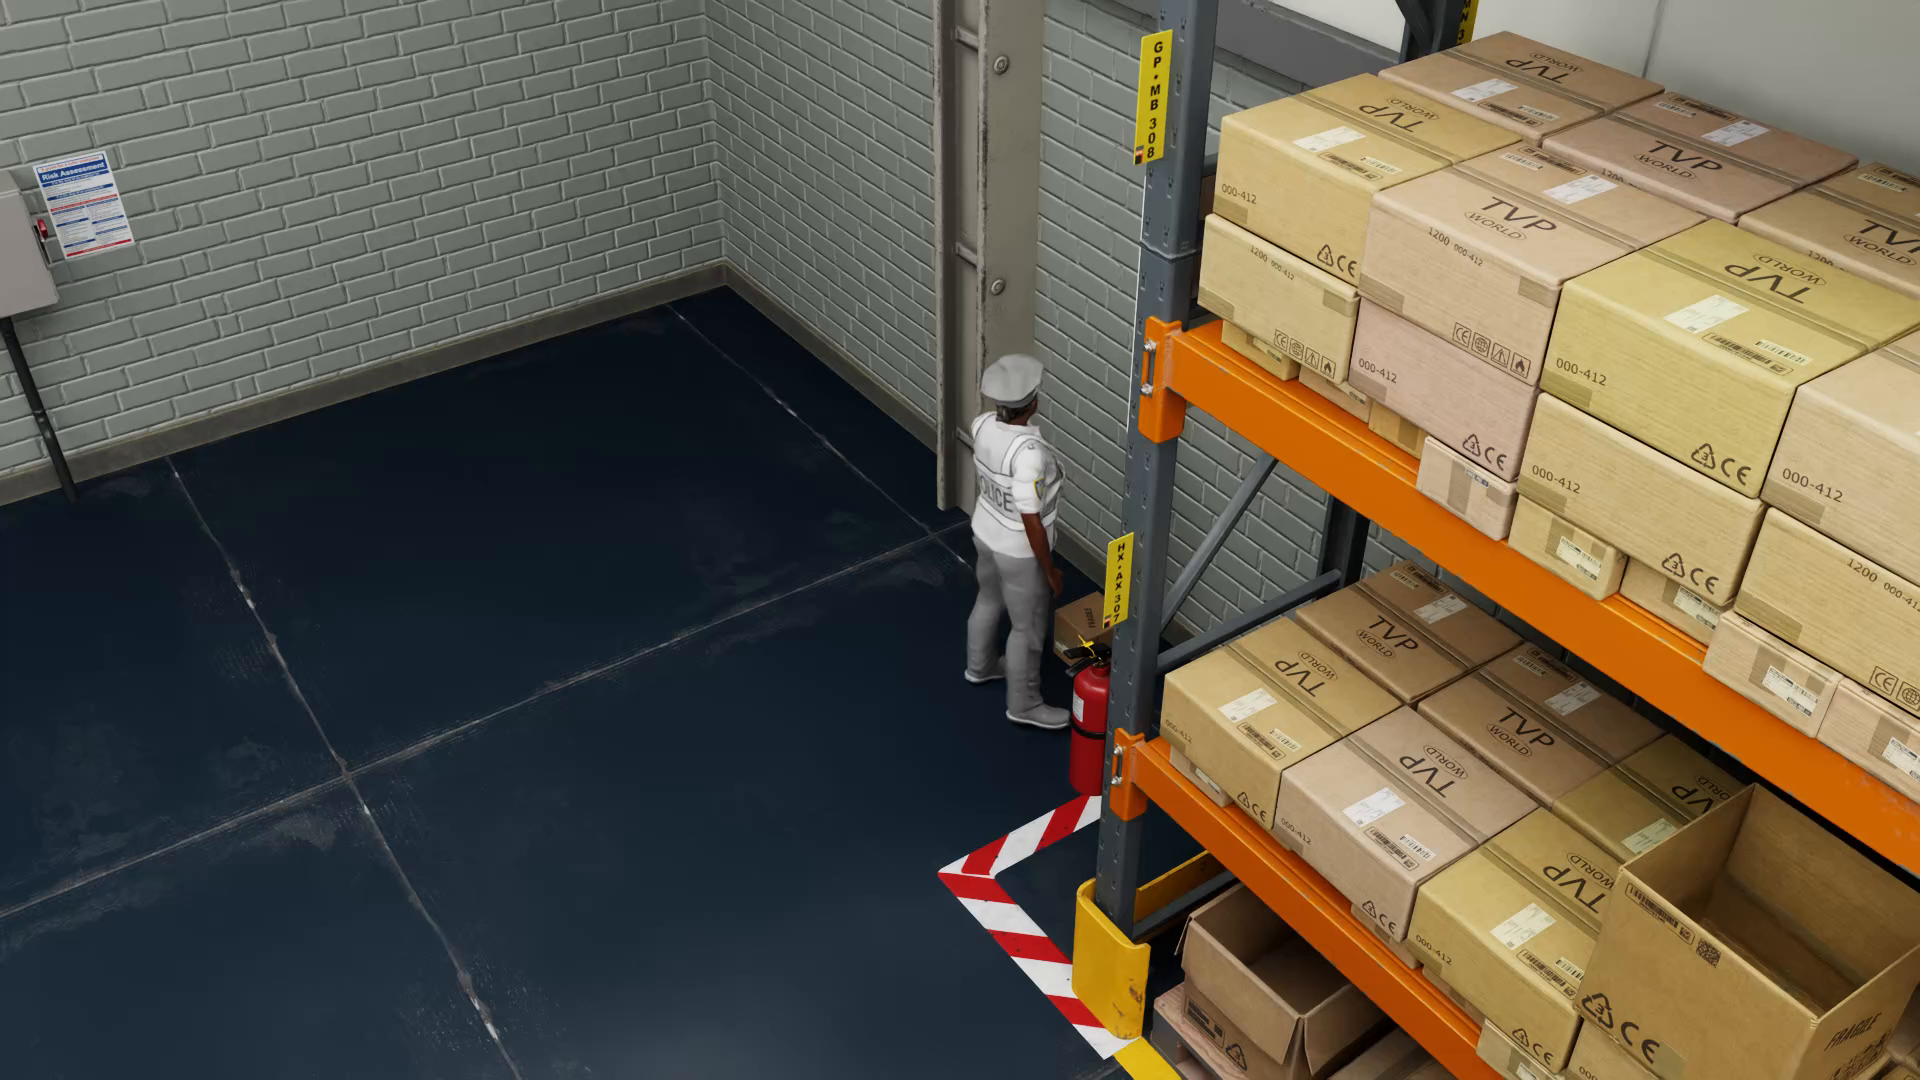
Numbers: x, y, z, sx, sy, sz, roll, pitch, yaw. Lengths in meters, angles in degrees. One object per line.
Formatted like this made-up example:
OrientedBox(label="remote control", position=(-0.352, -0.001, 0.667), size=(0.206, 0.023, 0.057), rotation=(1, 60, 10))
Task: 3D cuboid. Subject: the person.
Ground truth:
OrientedBox(label="person", position=(0.310, 0.001, 6.980), size=(0.496, 1.719, 0.609), rotation=(-19, 41, -24))
